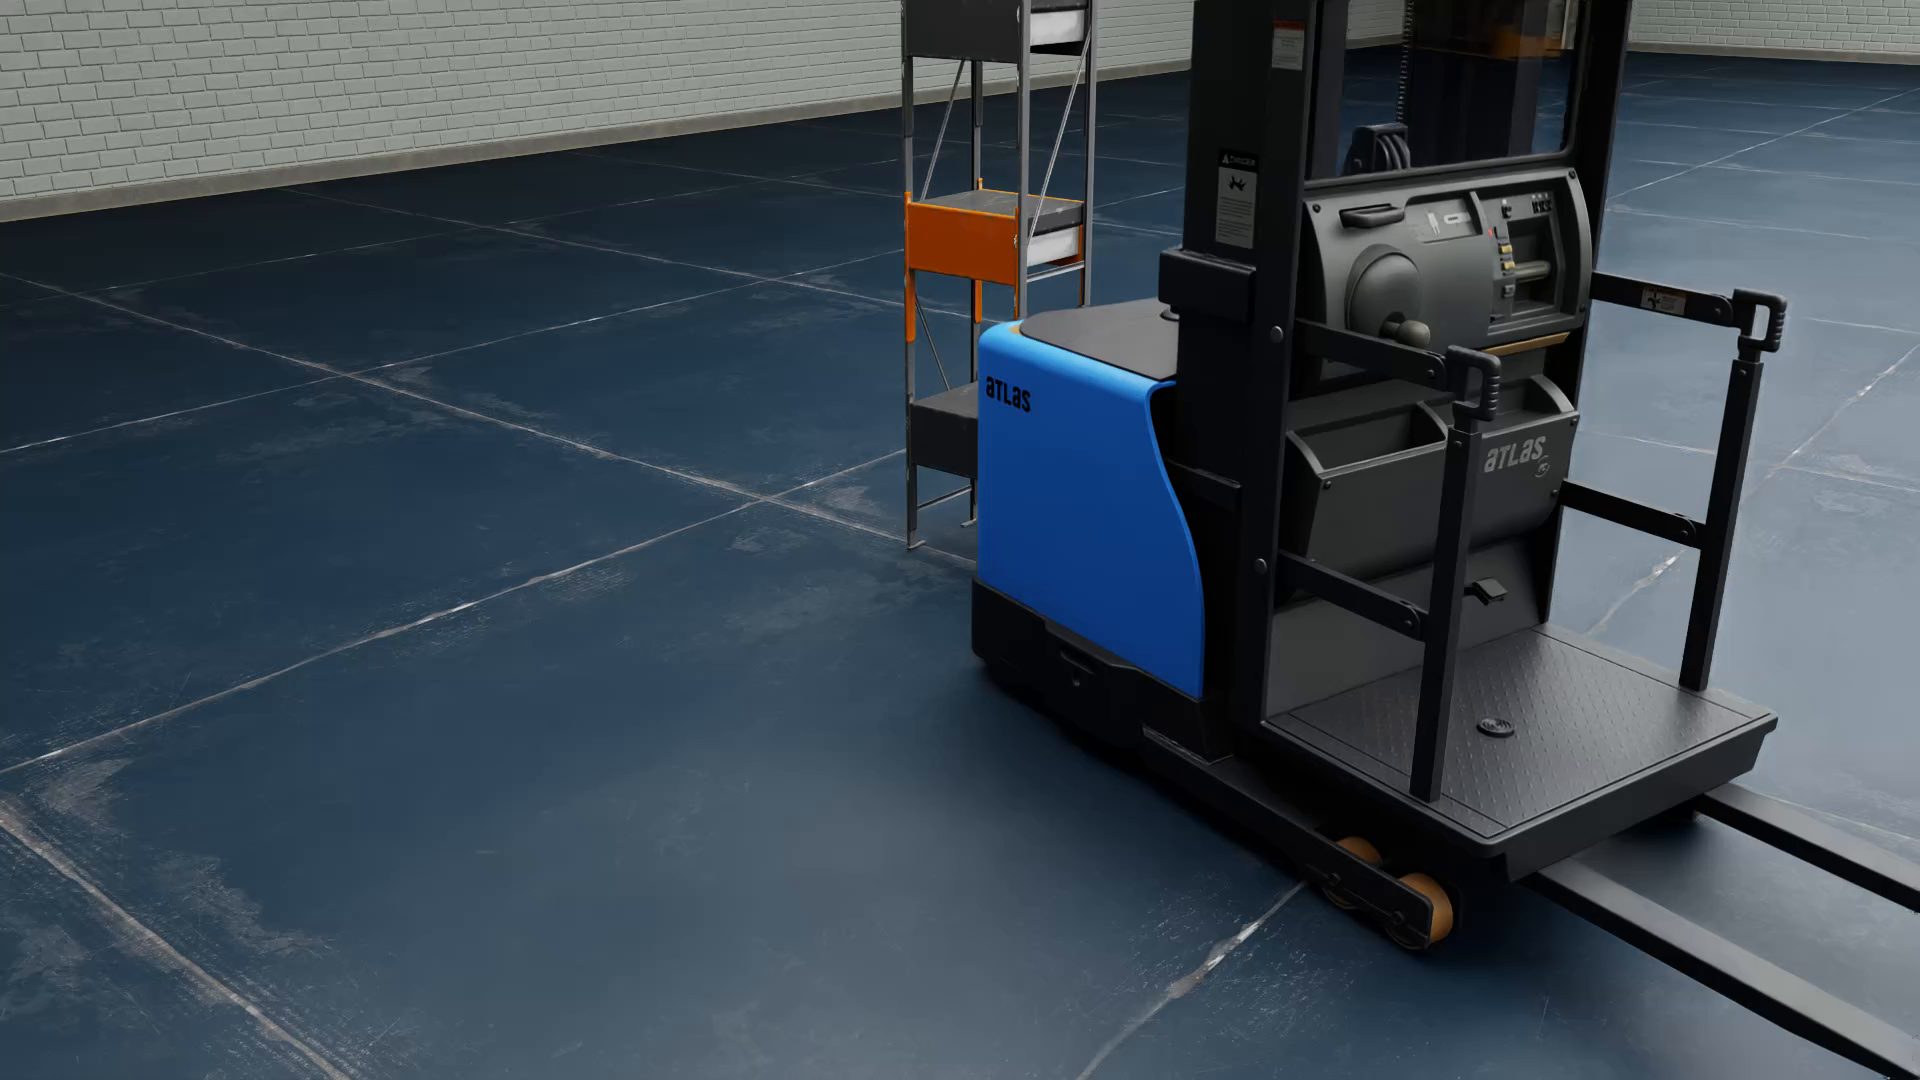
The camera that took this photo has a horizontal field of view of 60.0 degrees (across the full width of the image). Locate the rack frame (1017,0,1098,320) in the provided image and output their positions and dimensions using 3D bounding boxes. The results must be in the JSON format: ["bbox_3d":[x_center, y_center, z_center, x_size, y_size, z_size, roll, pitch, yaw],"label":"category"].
[{"bbox_3d":[0.317,-0.891,5.555,0.015,2.100,0.400,16,26,36],"label":"rack frame"}]

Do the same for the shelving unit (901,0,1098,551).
[{"bbox_3d":[0.128,-0.946,5.700,0.503,2.100,0.431,16,26,36],"label":"shelving unit"}]

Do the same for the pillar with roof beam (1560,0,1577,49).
[{"bbox_3d":[7.781,-11.417,23.691,0.400,9.000,9.100,16,26,36],"label":"pillar with roof beam"}]

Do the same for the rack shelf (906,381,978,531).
[{"bbox_3d":[0.128,-0.278,5.952,0.480,0.518,0.431,16,26,36],"label":"rack shelf"}]

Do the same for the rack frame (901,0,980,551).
[{"bbox_3d":[-0.061,-1.000,5.844,0.015,2.100,0.400,16,26,36],"label":"rack frame"}]

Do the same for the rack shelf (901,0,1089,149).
[{"bbox_3d":[0.128,-1.588,5.458,0.480,0.518,0.431,16,26,36],"label":"rack shelf"}]

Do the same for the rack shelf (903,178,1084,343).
[{"bbox_3d":[0.128,-0.933,5.705,0.480,0.518,0.431,16,26,36],"label":"rack shelf"}]

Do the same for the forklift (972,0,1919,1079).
[{"bbox_3d":[1.279,-0.645,3.726,1.130,2.935,3.031,-13,25,-32],"label":"forklift"}]
